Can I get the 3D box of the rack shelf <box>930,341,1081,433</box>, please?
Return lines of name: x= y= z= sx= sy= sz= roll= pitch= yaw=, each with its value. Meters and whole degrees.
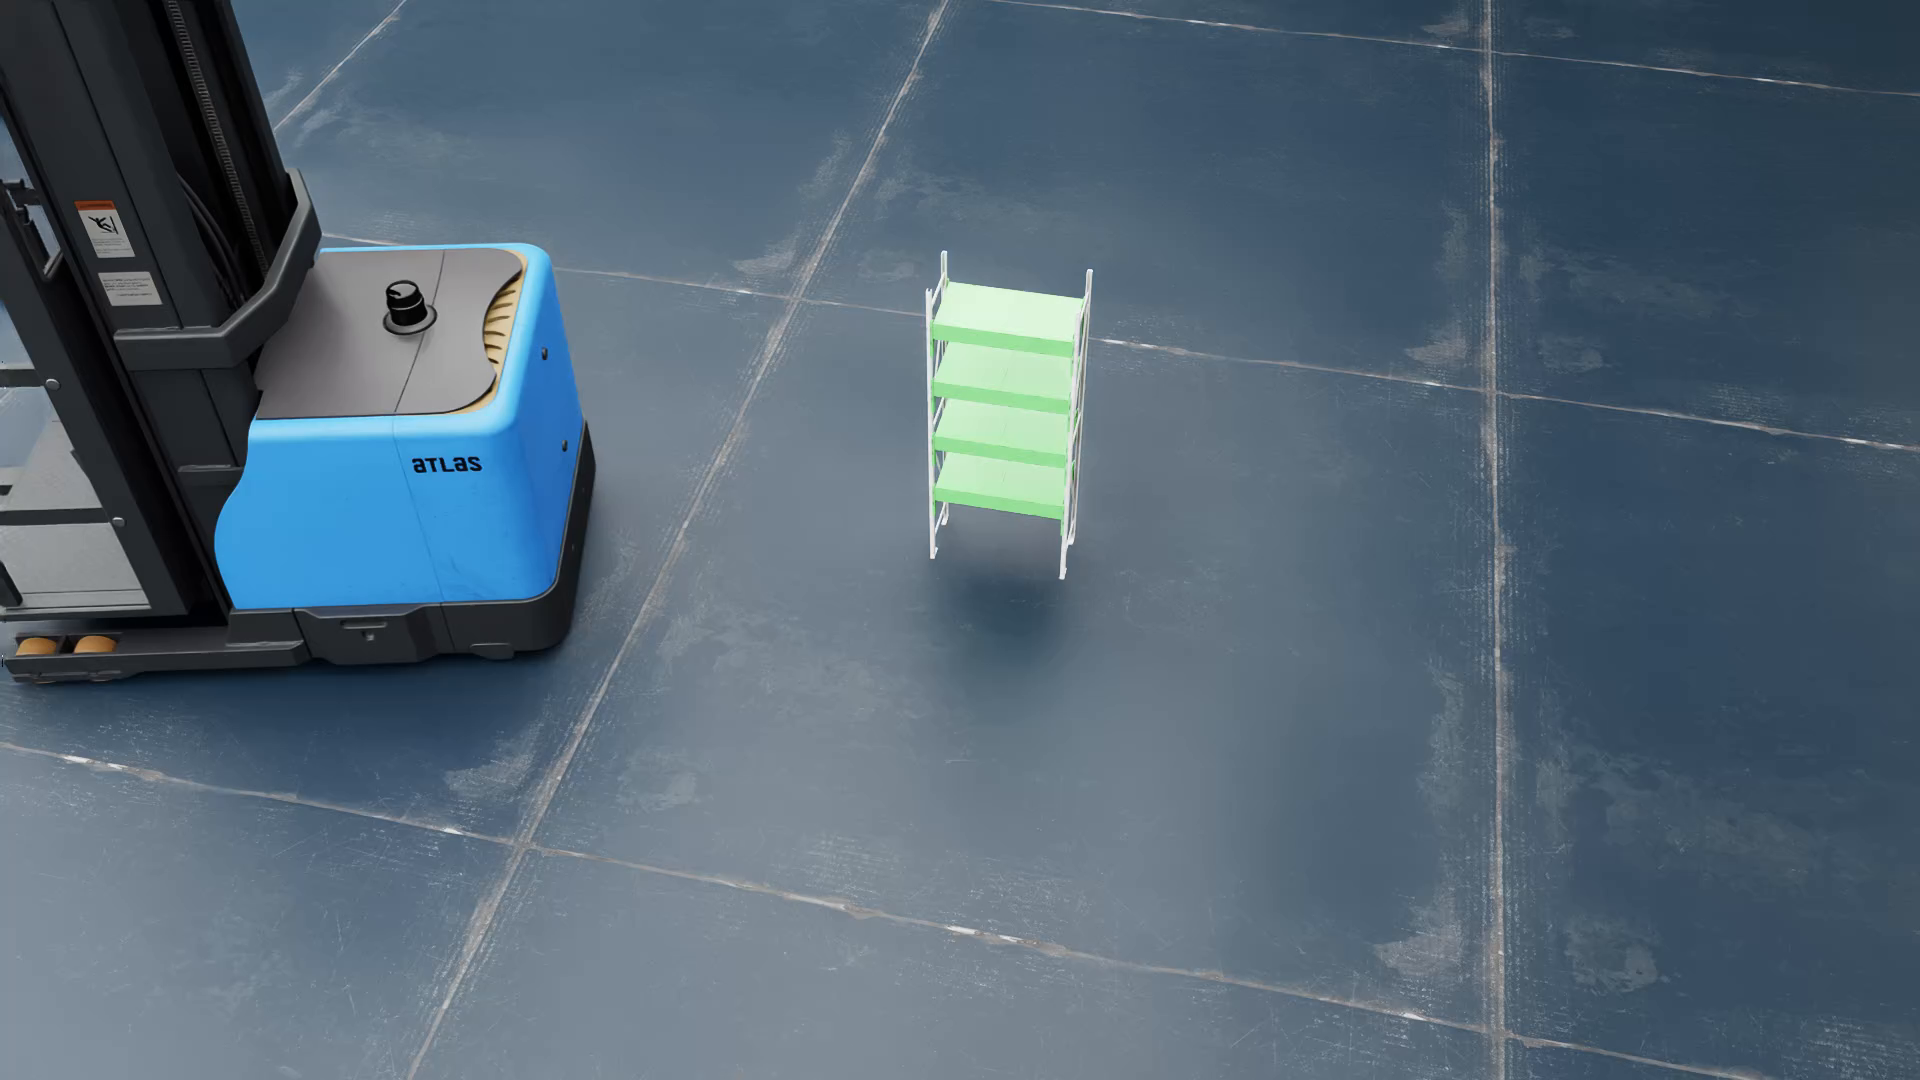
rack shelf: x=0.162 y=-0.534 z=5.686 sx=0.480 sy=0.148 sz=0.258 roll=9 pitch=45 yaw=9

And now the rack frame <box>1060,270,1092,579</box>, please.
rack frame: x=0.400 y=-0.370 z=5.769 sx=0.015 sy=1.200 sz=0.240 roll=9 pitch=45 yaw=9

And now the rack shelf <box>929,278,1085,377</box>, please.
rack shelf: x=0.162 y=-0.707 z=5.519 sx=0.480 sy=0.148 sz=0.258 roll=9 pitch=45 yaw=9

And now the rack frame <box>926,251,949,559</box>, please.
rack frame: x=-0.077 y=-0.444 z=5.846 sx=0.015 sy=1.200 sz=0.240 roll=9 pitch=45 yaw=9

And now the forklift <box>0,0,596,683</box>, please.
forklift: x=-2.901 y=-0.939 z=5.112 sx=3.031 sy=2.935 sz=1.130 roll=-2 pitch=44 yaw=-2

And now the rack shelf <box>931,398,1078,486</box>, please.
rack shelf: x=0.162 y=-0.361 z=5.852 sx=0.480 sy=0.148 sz=0.258 roll=9 pitch=45 yaw=9

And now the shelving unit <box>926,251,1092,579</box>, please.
shelving unit: x=0.162 y=-0.407 z=5.808 sx=0.503 sy=1.200 sz=0.258 roll=9 pitch=45 yaw=9

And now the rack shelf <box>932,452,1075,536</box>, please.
rack shelf: x=0.162 y=-0.188 z=6.019 sx=0.480 sy=0.148 sz=0.258 roll=9 pitch=45 yaw=9
